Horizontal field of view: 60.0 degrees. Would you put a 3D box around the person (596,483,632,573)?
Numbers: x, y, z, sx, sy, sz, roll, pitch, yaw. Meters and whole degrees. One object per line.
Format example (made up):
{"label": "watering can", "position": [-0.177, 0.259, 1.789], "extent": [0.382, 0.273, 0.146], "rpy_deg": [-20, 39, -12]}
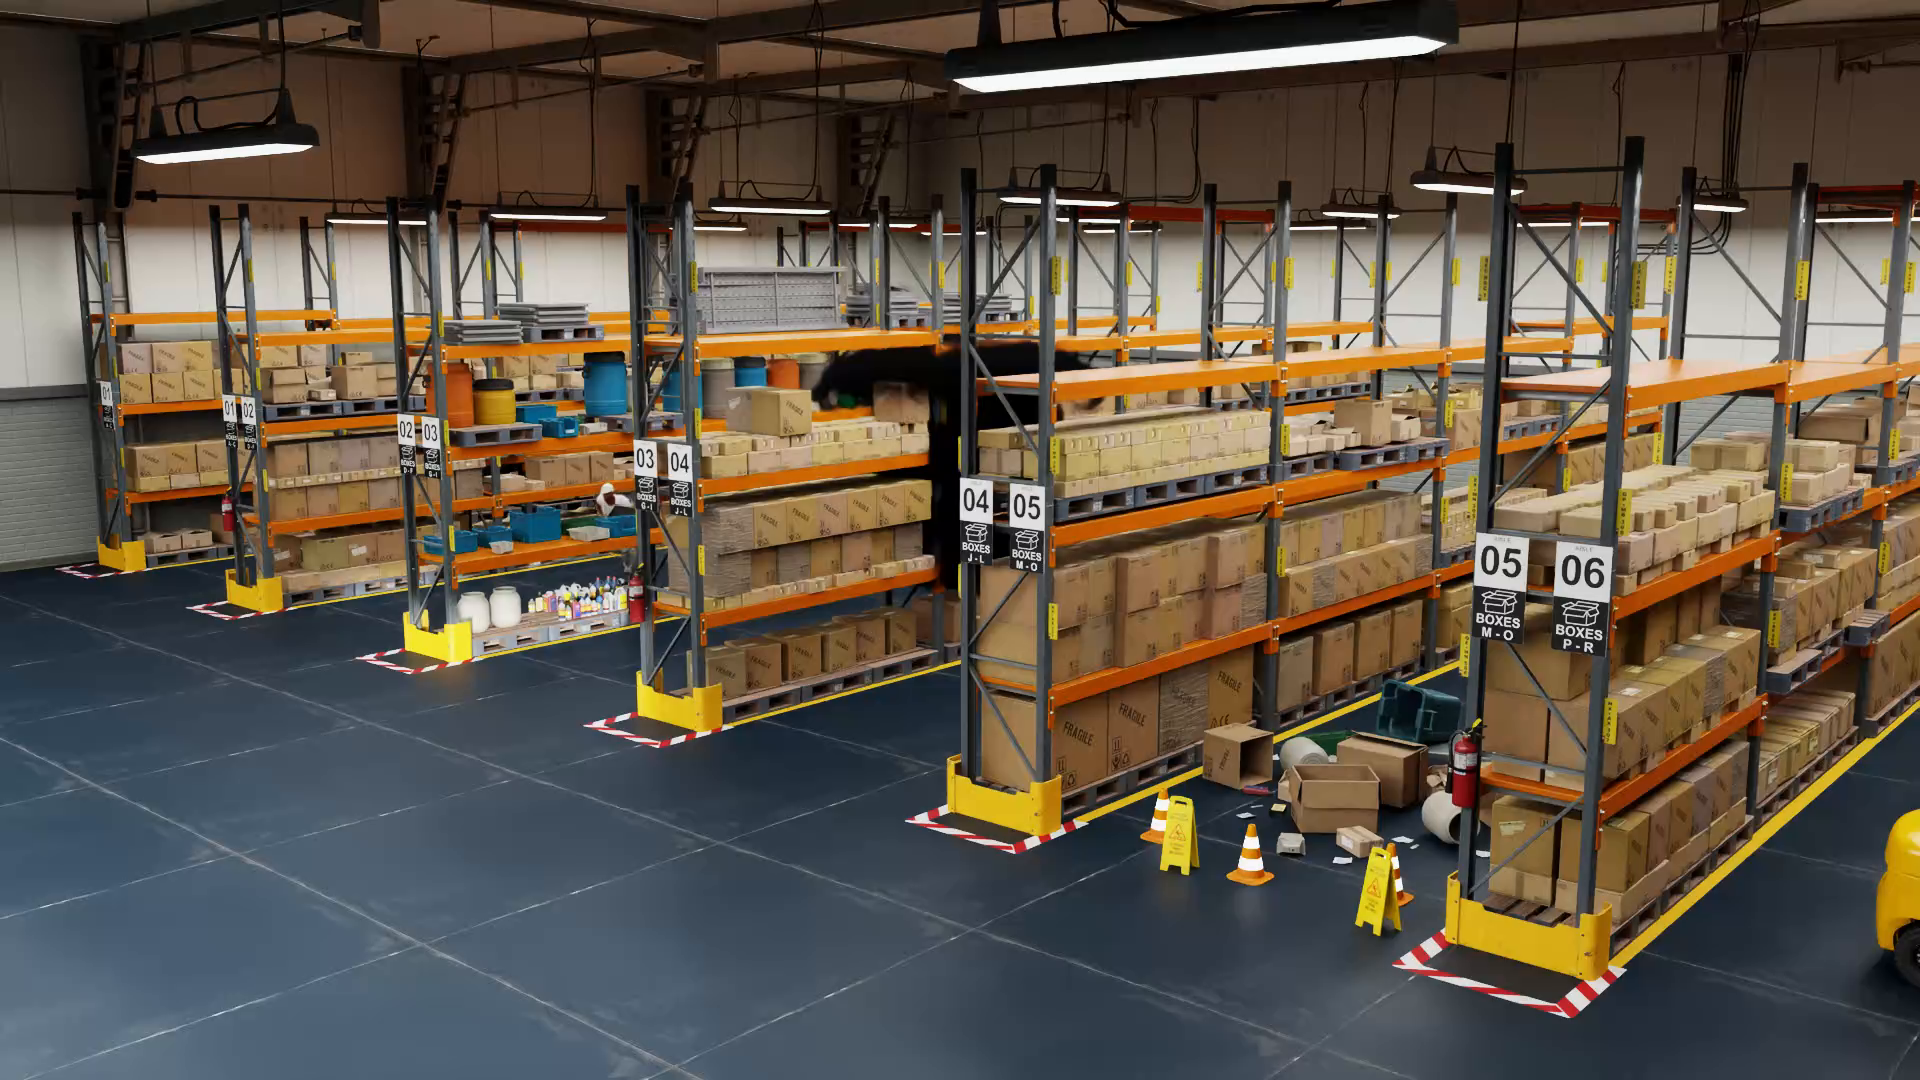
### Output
{"label": "person", "position": [-5.766, -0.199, 27.721], "extent": [0.741, 1.573, 0.820], "rpy_deg": [4, 10, 21]}
